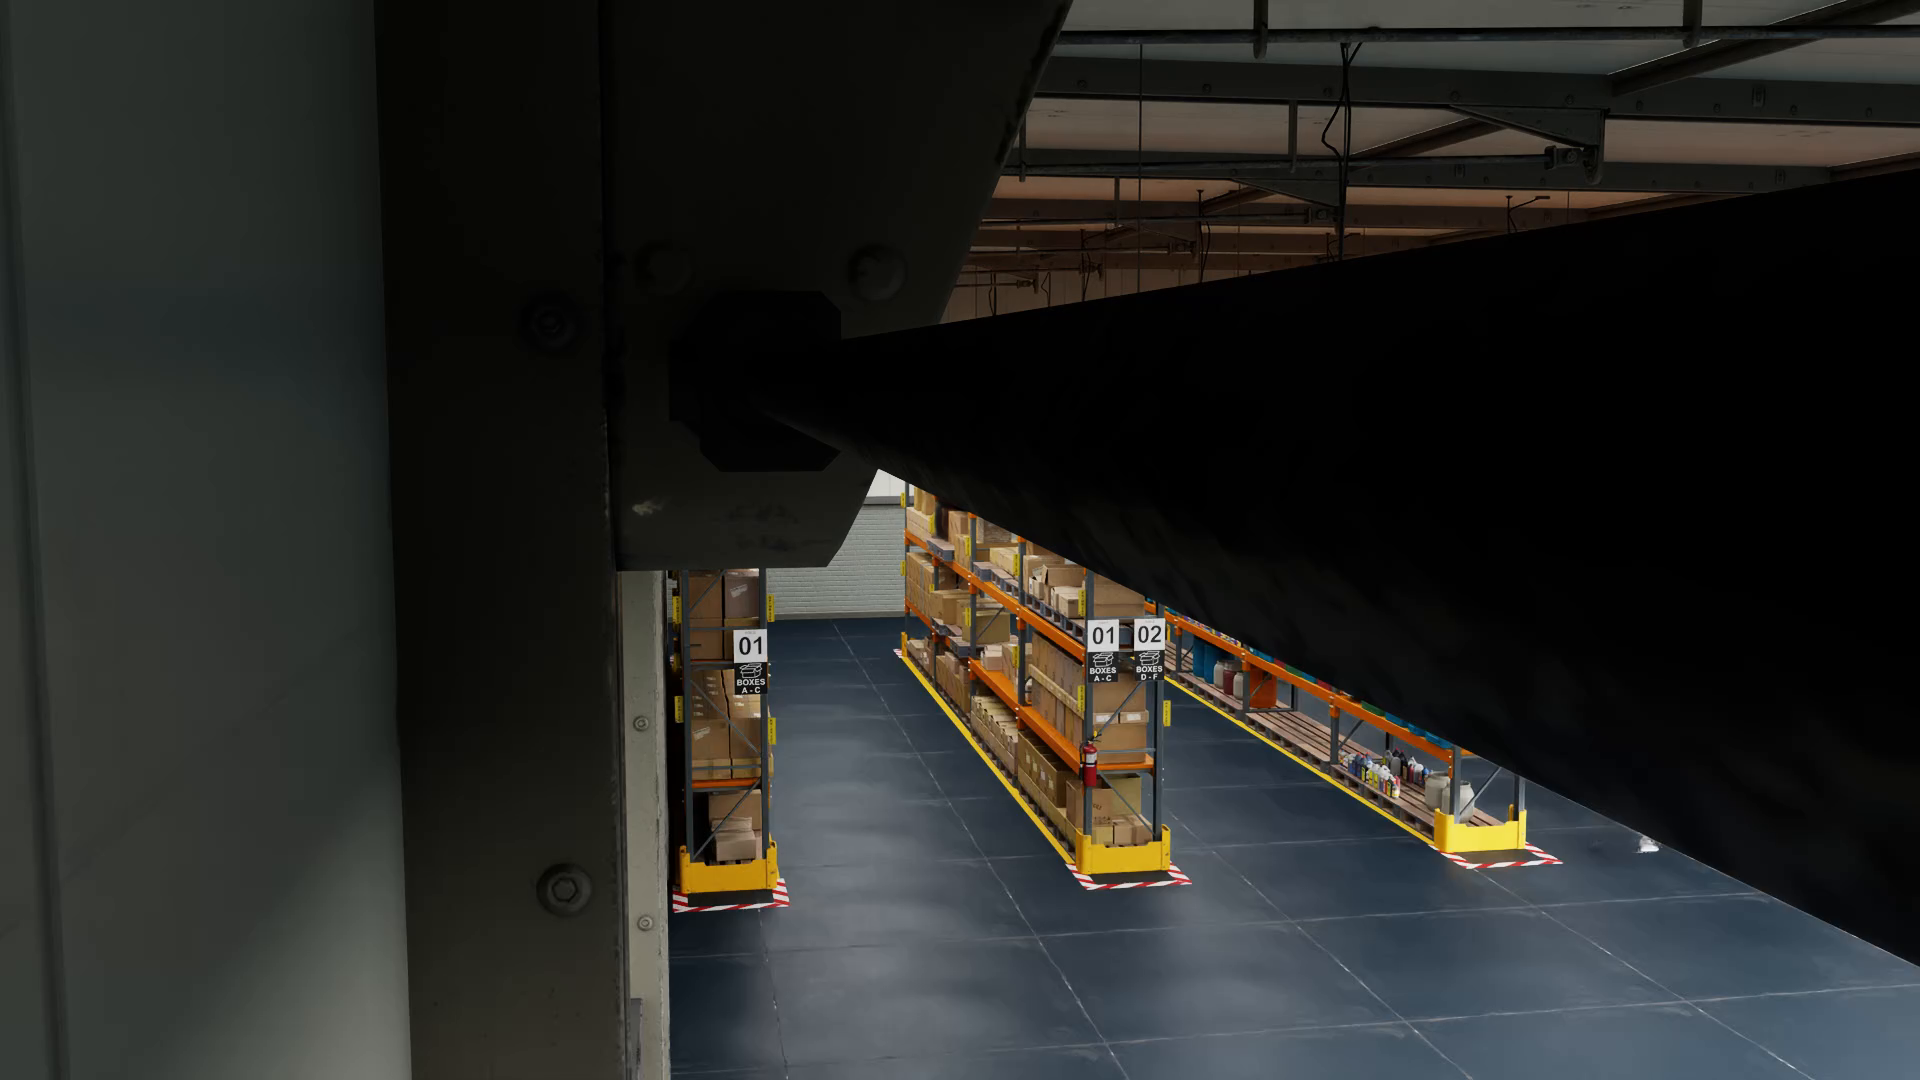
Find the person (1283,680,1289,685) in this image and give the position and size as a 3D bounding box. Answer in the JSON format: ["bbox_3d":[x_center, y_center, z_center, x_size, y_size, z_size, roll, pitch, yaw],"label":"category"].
[{"bbox_3d":[6.650,2.171,33.033,0.635,1.491,0.769,-1,6,-11],"label":"person"}]

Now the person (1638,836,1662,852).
[{"bbox_3d":[9.274,3.318,21.730,0.862,1.497,0.529,-1,6,-12],"label":"person"}]
